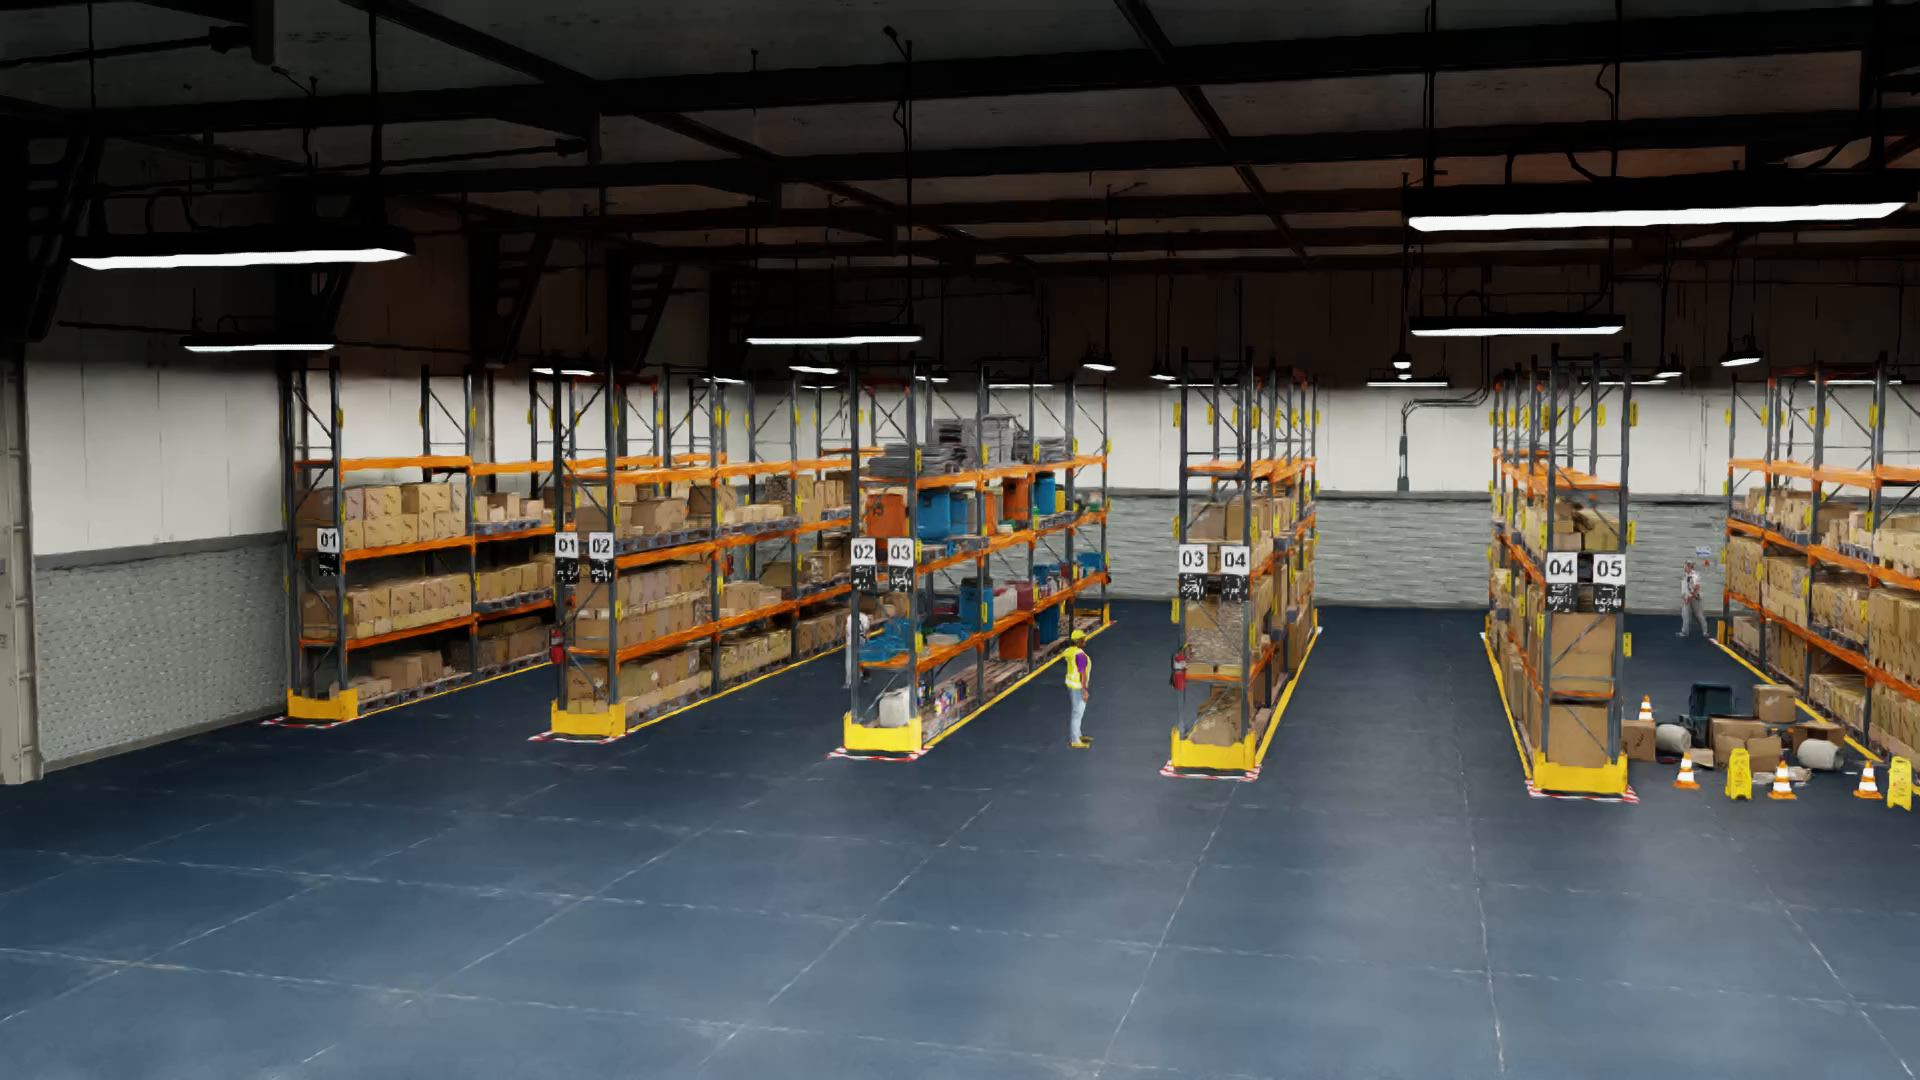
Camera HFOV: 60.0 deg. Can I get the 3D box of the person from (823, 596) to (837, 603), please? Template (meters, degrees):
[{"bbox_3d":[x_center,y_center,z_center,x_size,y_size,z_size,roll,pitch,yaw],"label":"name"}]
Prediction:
[{"bbox_3d":[-3.289,1.114,42.013,0.639,1.628,0.506,1,4,14],"label":"person"}]

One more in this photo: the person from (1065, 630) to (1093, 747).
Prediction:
[{"bbox_3d":[1.843,2.241,25.364,0.453,1.768,0.632,-1,4,-15],"label":"person"}]

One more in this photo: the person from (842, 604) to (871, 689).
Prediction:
[{"bbox_3d":[-1.884,1.932,30.840,0.493,1.605,1.000,1,4,14],"label":"person"}]

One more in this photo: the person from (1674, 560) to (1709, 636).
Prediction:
[{"bbox_3d":[16.796,1.337,38.089,0.721,1.739,0.570,-1,4,-12],"label":"person"}]
